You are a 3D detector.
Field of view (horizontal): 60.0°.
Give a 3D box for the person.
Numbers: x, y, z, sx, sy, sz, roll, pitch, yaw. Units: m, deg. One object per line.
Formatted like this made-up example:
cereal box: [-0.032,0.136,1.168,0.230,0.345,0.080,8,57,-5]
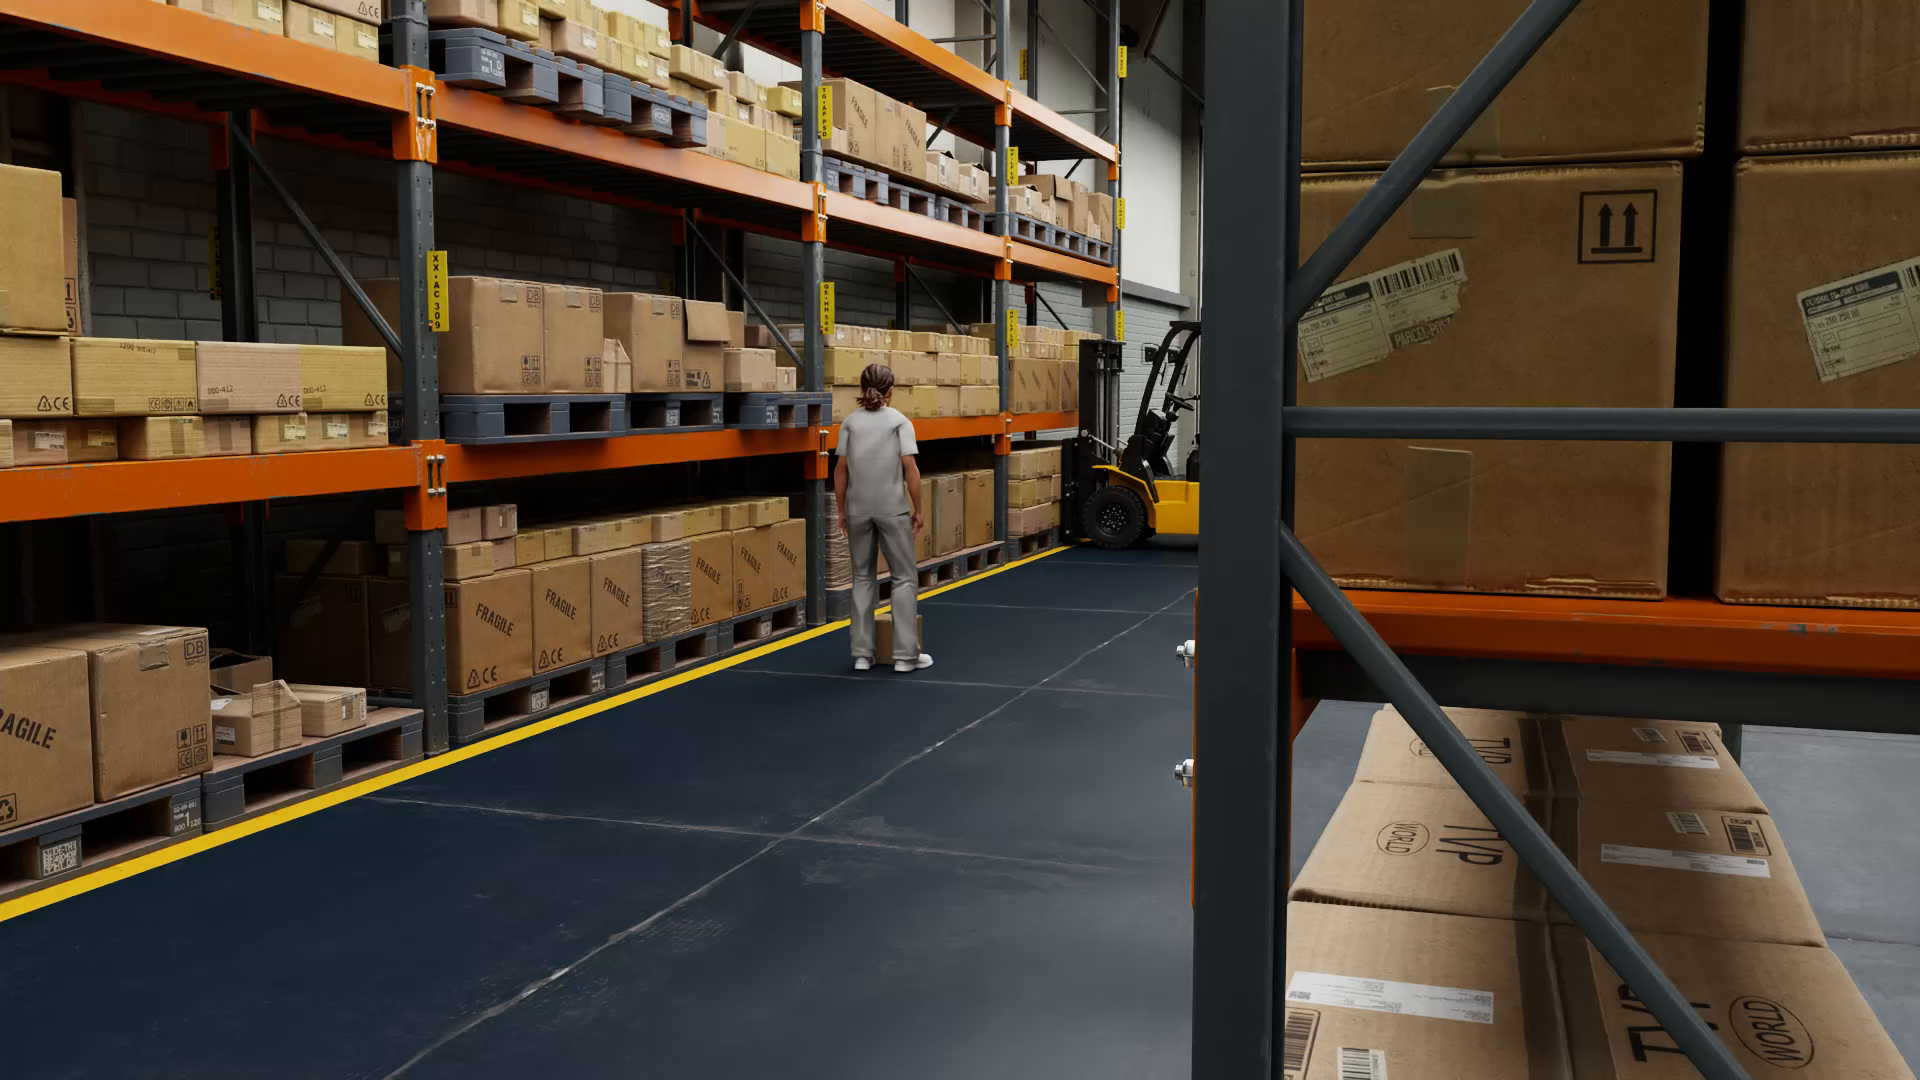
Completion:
person: [-0.431,-0.126,9.072,0.510,1.671,0.362,1,5,14]
